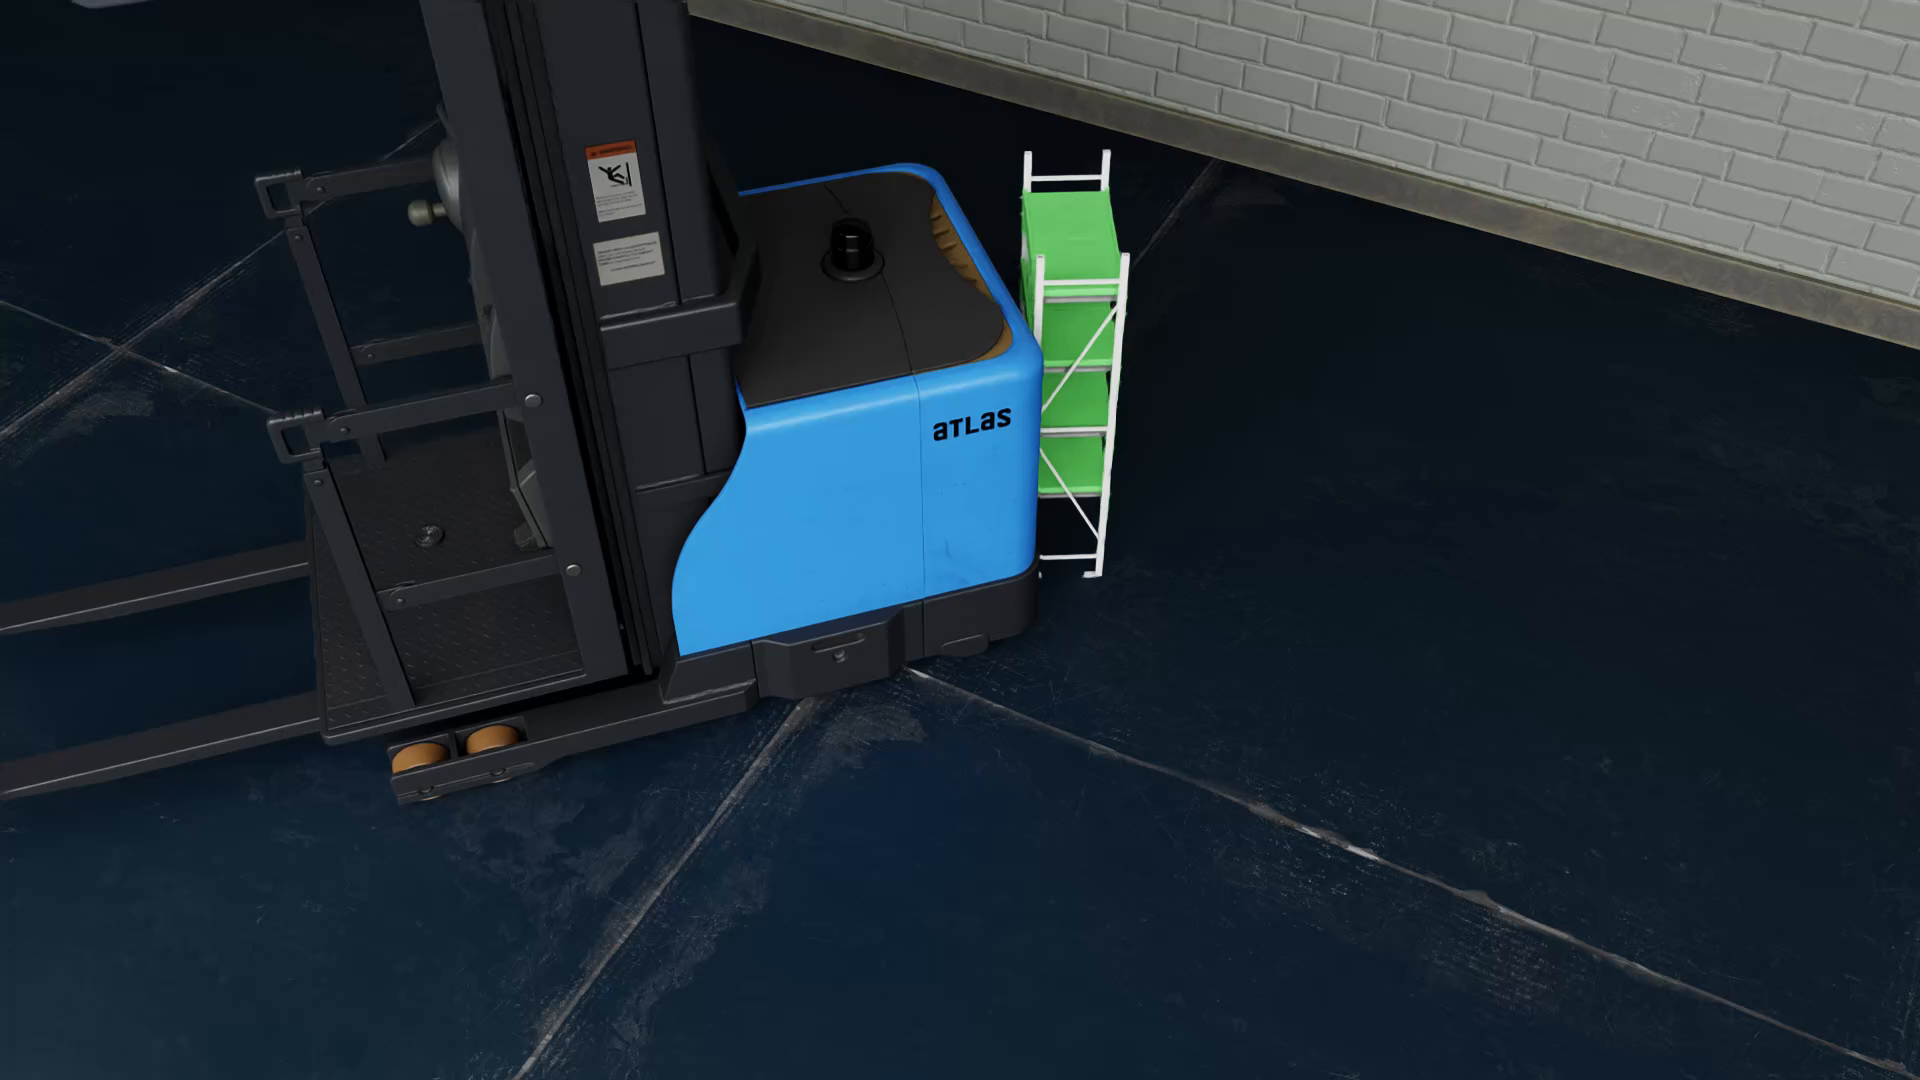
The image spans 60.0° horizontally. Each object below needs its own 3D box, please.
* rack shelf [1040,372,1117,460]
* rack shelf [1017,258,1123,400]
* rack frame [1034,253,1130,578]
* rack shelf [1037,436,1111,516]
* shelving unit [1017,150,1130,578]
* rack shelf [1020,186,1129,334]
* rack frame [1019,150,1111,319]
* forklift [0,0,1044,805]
[{"bbox_3d":[0.309,-0.440,4.932,0.258,0.148,0.480,-2,45,-2],"label":"rack shelf"},{"bbox_3d":[0.309,-0.609,4.761,0.258,0.148,0.480,-2,45,-2],"label":"rack shelf"},{"bbox_3d":[0.318,-0.312,4.715,0.240,1.200,0.015,-2,45,-2],"label":"rack frame"},{"bbox_3d":[0.309,-0.272,5.102,0.258,0.148,0.480,-2,45,-2],"label":"rack shelf"},{"bbox_3d":[0.309,-0.485,4.886,0.258,1.200,0.503,-2,45,-2],"label":"shelving unit"},{"bbox_3d":[0.309,-0.778,4.590,0.258,0.148,0.480,-2,45,-2],"label":"rack shelf"},{"bbox_3d":[0.299,-0.659,5.058,0.240,1.200,0.015,-2,45,-2],"label":"rack frame"},{"bbox_3d":[-1.346,-0.742,3.923,3.031,2.935,1.130,-13,47,-13],"label":"forklift"}]
